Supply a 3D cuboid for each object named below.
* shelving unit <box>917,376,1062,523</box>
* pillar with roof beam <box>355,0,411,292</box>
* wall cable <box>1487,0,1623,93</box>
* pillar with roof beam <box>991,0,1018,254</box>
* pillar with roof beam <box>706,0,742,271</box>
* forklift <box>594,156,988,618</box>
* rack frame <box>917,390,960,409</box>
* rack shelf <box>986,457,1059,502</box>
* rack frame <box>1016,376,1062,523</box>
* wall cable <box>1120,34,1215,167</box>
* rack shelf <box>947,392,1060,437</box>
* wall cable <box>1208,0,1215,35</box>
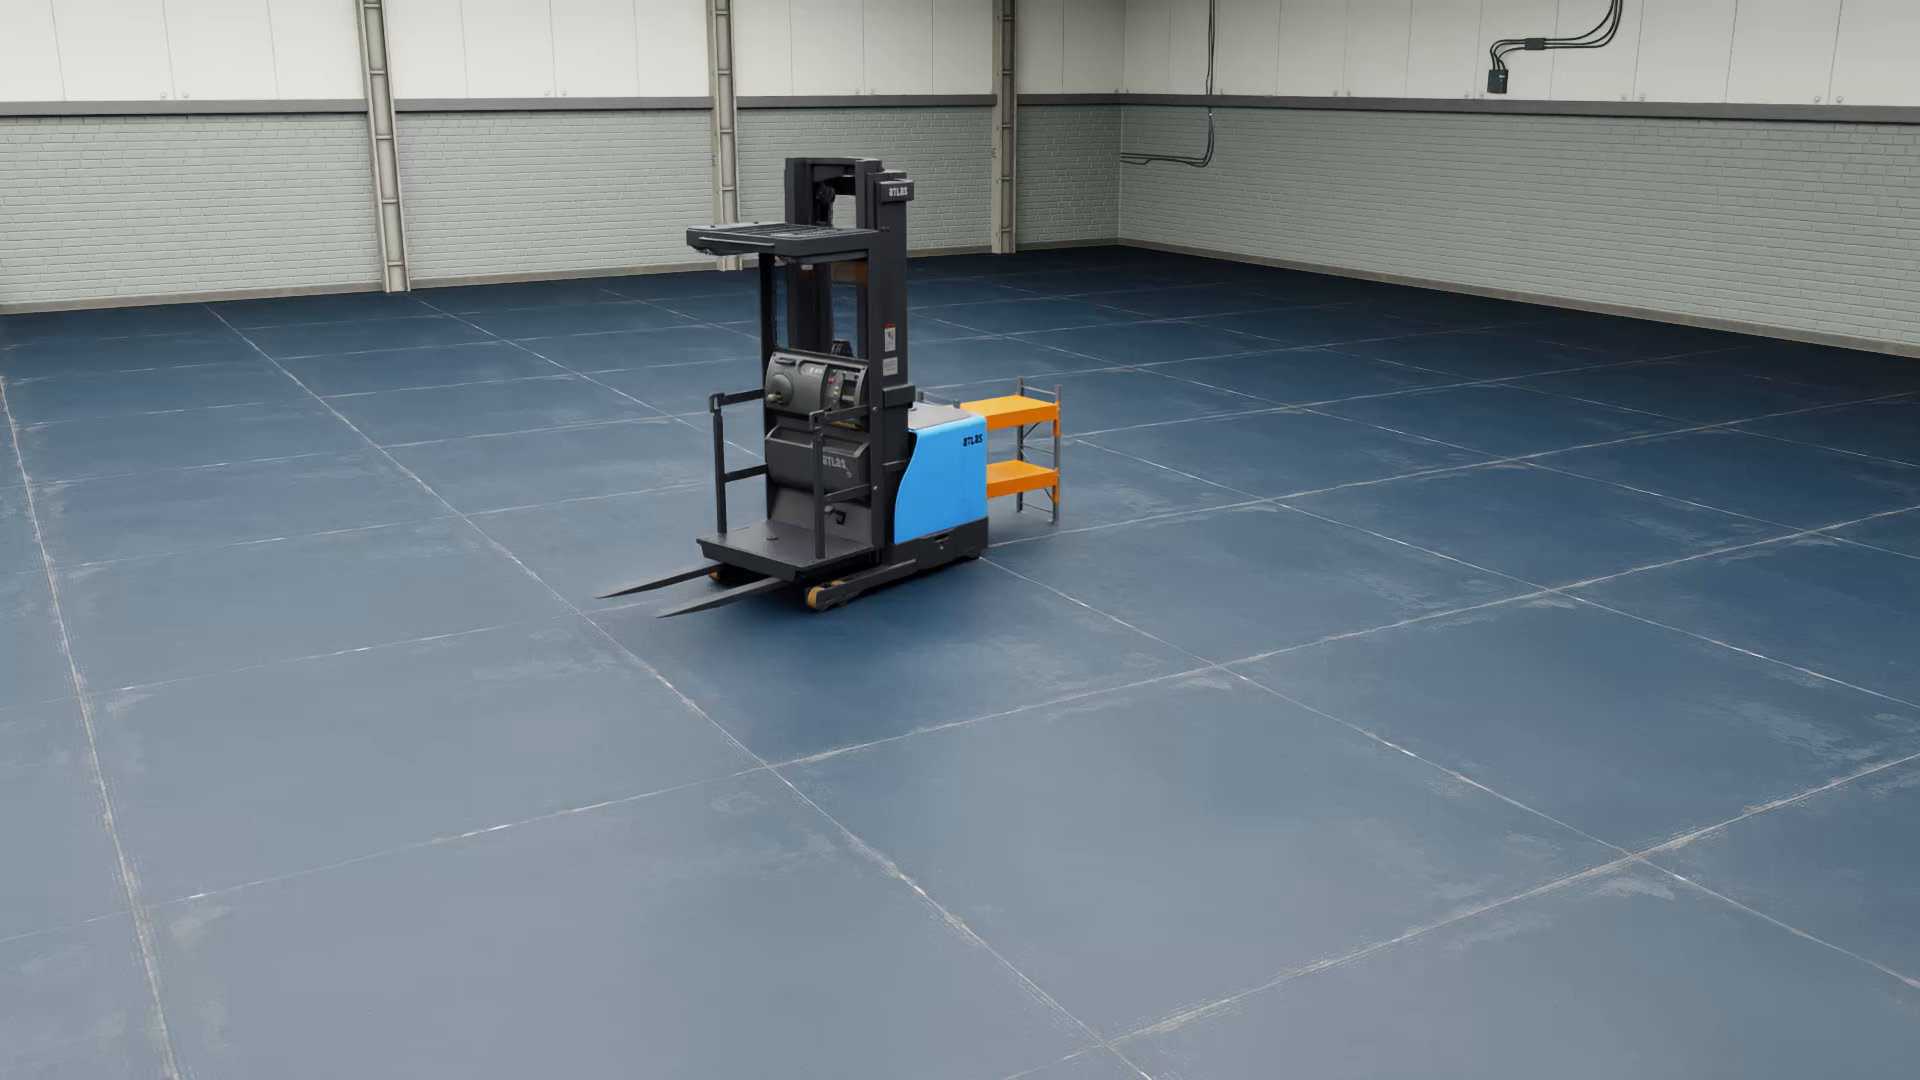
[{"bbox_3d":[0.234,-0.646,13.129,1.048,1.125,0.538,-12,20,-37],"label":"shelving unit"},{"bbox_3d":[-7.191,-7.501,22.996,0.400,9.000,9.100,-9,18,-30],"label":"pillar with roof beam"},{"bbox_3d":[8.960,-9.707,24.567,0.169,6.003,2.305,-9,18,-30],"label":"wall cable"},{"bbox_3d":[3.095,-9.169,28.947,0.400,9.000,9.100,-9,18,-30],"label":"pillar with roof beam"},{"bbox_3d":[-2.048,-8.335,25.971,0.400,9.000,9.100,-9,18,-30],"label":"pillar with roof beam"},{"bbox_3d":[-1.136,-1.083,11.343,1.130,2.935,3.031,13,20,39],"label":"forklift"},{"bbox_3d":[-0.165,-0.561,12.826,0.032,1.125,0.500,-12,20,-37],"label":"rack frame"},{"bbox_3d":[0.234,-0.410,13.195,1.000,0.278,0.538,-12,20,-37],"label":"rack shelf"},{"bbox_3d":[0.634,-0.731,13.432,0.032,1.125,0.500,-12,20,-37],"label":"rack frame"},{"bbox_3d":[4.084,-8.773,33.288,0.112,2.526,3.097,-9,18,-30],"label":"wall cable"},{"bbox_3d":[0.234,-0.928,13.050,1.000,0.278,0.538,-12,20,-37],"label":"rack shelf"},{"bbox_3d":[5.478,-10.579,30.374,0.112,2.526,3.097,-9,18,-30],"label":"wall cable"}]
